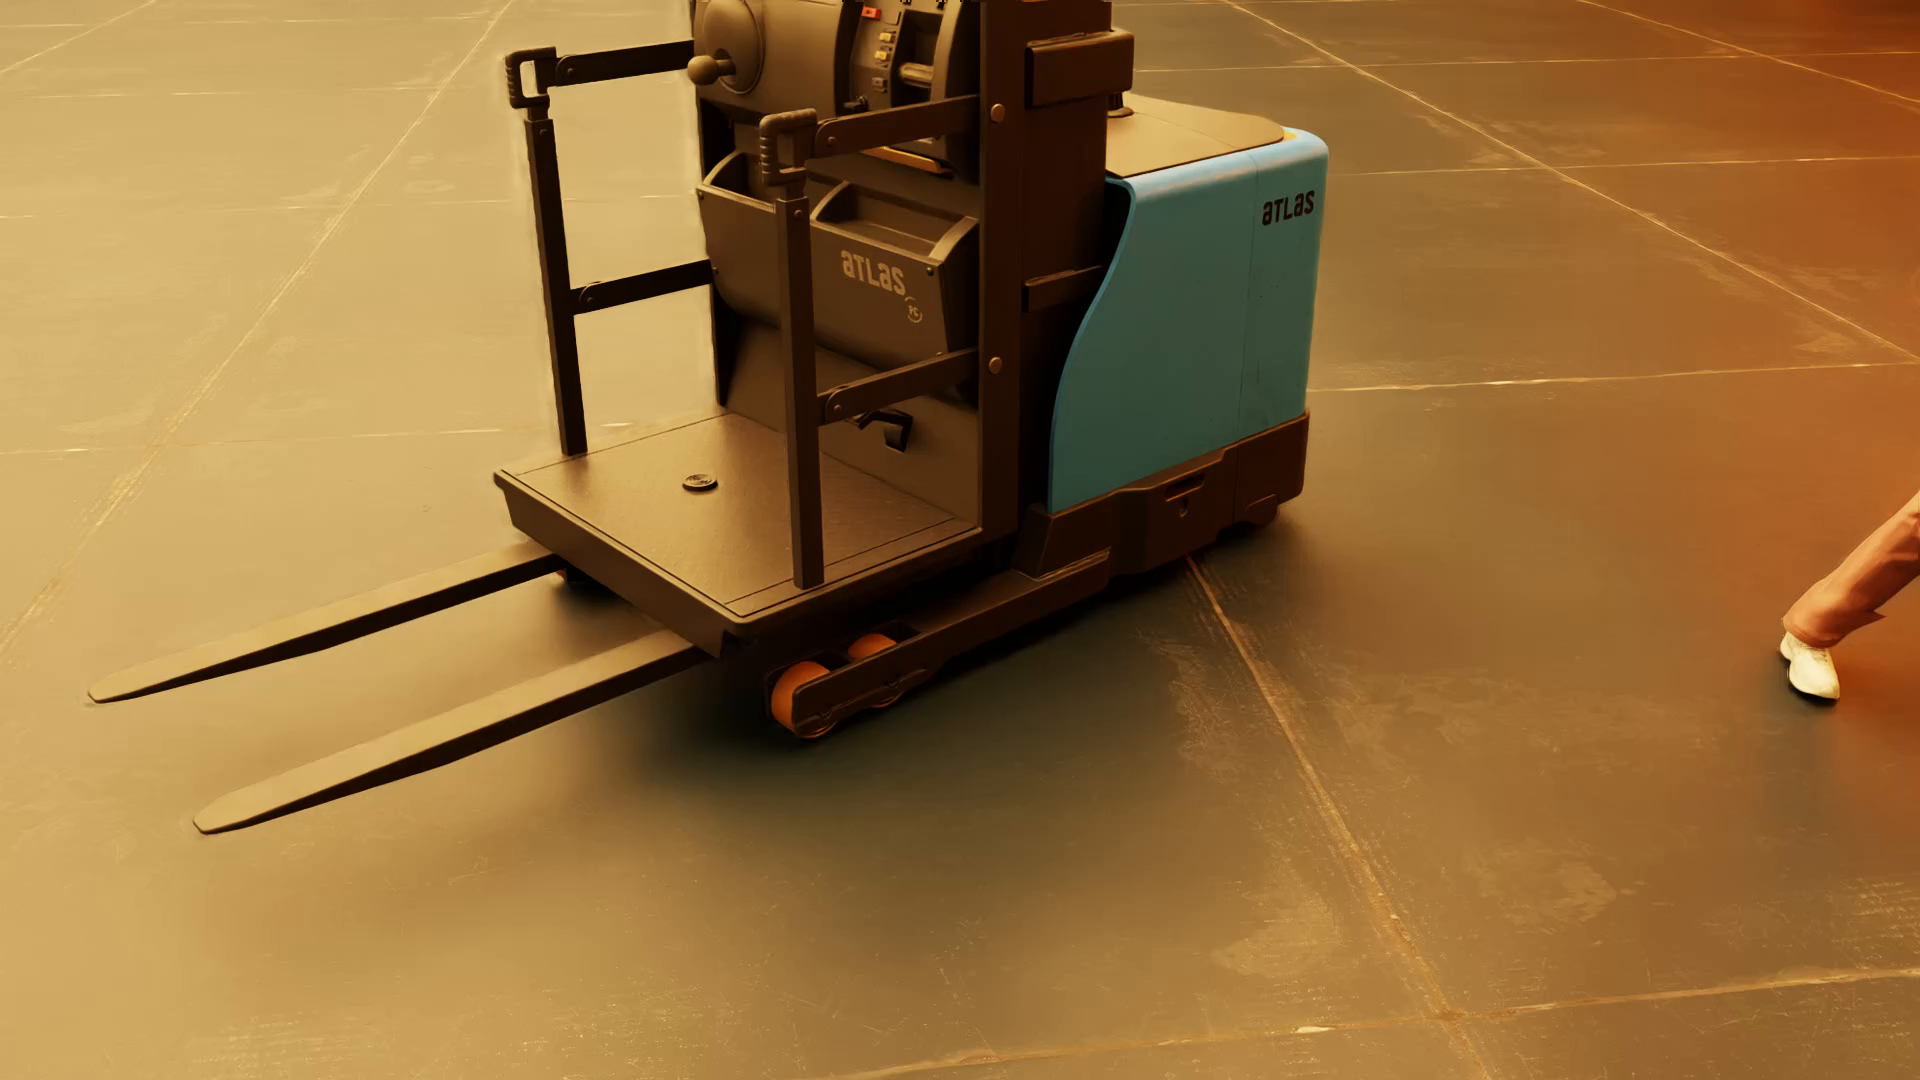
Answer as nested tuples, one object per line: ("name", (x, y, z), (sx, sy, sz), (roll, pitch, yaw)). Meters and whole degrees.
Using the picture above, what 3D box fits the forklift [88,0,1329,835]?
("forklift", (-0.457, -1.137, 3.589), (3.031, 2.935, 1.130), (-21, 33, -37))

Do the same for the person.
("person", (2.507, -0.294, 3.548), (1.121, 1.448, 0.620), (13, 28, 24))
